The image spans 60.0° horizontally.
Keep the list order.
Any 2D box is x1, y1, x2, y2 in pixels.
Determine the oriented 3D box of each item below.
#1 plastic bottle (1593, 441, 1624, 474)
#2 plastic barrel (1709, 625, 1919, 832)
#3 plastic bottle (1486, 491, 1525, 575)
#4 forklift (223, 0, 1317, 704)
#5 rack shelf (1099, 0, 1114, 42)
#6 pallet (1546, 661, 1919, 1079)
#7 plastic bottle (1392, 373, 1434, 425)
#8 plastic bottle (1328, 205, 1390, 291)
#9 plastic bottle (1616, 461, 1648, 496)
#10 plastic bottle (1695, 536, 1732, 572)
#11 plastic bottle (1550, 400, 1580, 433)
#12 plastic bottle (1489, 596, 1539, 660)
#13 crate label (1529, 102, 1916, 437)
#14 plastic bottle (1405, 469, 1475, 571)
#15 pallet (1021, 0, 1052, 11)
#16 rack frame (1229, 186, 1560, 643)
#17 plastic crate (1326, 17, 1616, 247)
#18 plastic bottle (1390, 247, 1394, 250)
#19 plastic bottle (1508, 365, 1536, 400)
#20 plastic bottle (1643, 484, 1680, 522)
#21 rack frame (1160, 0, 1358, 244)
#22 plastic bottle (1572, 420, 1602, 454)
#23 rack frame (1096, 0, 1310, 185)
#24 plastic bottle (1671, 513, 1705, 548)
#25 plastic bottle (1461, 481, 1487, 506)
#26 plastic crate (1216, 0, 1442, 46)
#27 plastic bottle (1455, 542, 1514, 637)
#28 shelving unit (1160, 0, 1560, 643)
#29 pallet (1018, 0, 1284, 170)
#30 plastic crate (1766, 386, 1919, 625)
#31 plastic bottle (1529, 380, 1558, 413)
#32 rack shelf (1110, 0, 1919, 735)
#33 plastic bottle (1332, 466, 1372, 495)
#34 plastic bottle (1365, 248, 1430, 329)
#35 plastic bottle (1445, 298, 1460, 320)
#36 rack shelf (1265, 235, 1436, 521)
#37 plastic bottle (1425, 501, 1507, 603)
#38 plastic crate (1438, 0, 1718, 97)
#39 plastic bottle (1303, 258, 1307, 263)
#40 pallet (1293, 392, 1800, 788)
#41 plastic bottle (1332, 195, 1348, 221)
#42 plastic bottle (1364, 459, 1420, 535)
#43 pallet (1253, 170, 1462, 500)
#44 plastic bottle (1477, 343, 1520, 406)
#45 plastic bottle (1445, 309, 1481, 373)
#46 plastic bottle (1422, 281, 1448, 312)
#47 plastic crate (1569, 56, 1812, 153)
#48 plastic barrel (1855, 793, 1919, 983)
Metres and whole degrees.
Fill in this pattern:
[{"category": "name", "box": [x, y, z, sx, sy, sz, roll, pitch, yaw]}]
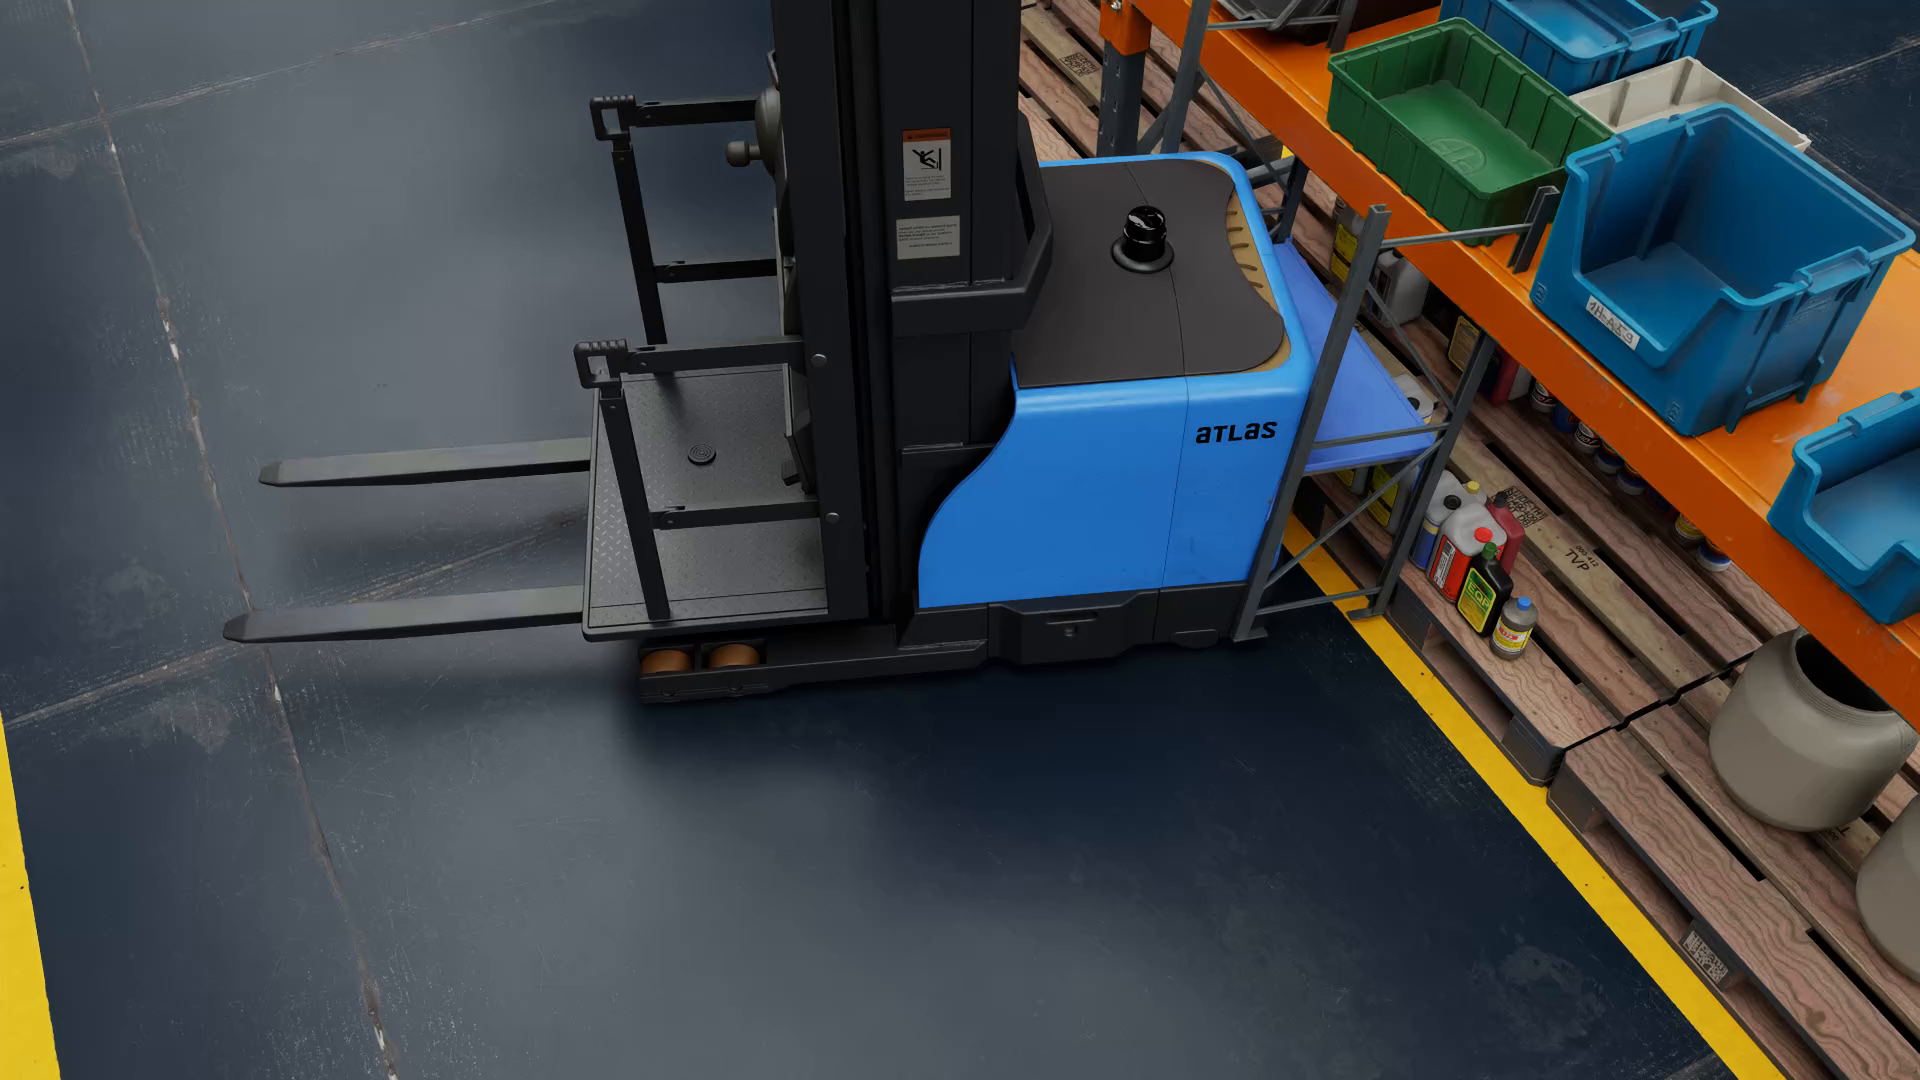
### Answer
[{"category": "plastic bottle", "box": [2.018, -0.328, 5.065, 0.097, 0.271, 0.097, 0, 49, 0]}, {"category": "plastic barrel", "box": [2.175, 0.467, 4.223, 0.421, 0.512, 0.421, 0, 49, 0]}, {"category": "plastic bottle", "box": [1.547, -0.009, 4.777, 0.061, 0.283, 0.133, -21, 52, -18]}, {"category": "forklift", "box": [-0.621, -0.914, 4.102, 3.031, 2.935, 1.130, -5, 49, -4]}, {"category": "rack shelf", "box": [0.028, -3.243, 6.572, 1.077, 0.370, 4.000, -21, 52, -18]}, {"category": "pallet", "box": [2.330, 0.873, 4.346, 1.003, 0.211, 1.213, -21, 52, -18]}, {"category": "plastic bottle", "box": [1.345, -0.364, 5.093, 0.152, 0.276, 0.135, -21, 52, -18]}, {"category": "plastic bottle", "box": [1.366, -1.033, 5.628, 0.144, 0.351, 0.185, -21, 52, -18]}, {"category": "plastic bottle", "box": [2.064, -0.261, 5.006, 0.097, 0.271, 0.097, 0, 49, 0]}, {"category": "plastic bottle", "box": [2.221, -0.032, 4.806, 0.097, 0.271, 0.097, 0, 49, 0]}, {"category": "plastic bottle", "box": [1.926, -0.464, 5.183, 0.097, 0.271, 0.097, 0, 49, 0]}, {"category": "plastic bottle", "box": [1.543, 0.234, 4.620, 0.097, 0.201, 0.097, 0, 49, 0]}, {"category": "crate label", "box": [1.691, -0.615, 3.772, 0.502, 0.435, 0.616, -21, 52, -18]}, {"category": "plastic bottle", "box": [1.389, -0.062, 4.829, 0.152, 0.276, 0.135, -23, 53, -19]}, {"category": "pallet", "box": [-0.013, -2.554, 7.343, 1.003, 0.211, 1.213, -21, 52, -18]}, {"category": "rack frame", "box": [1.107, -0.272, 4.412, 0.500, 1.500, 0.032, -9, 48, -16]}, {"category": "plastic crate", "box": [1.313, -1.066, 4.331, 0.450, 0.188, 0.662, -21, 52, -18]}, {"category": "plastic bottle", "box": [1.494, -1.083, 5.672, 0.144, 0.351, 0.185, -22, 53, -18]}, {"category": "plastic bottle", "box": [1.801, -0.603, 5.302, 0.152, 0.276, 0.135, -20, 52, -17]}, {"category": "plastic bottle", "box": [2.134, -0.194, 4.939, 0.061, 0.283, 0.133, -20, 52, -17]}, {"category": "rack frame", "box": [0.797, -0.984, 5.069, 0.500, 1.500, 0.032, -9, 48, -16]}, {"category": "plastic bottle", "box": [1.973, -0.372, 5.149, 0.097, 0.201, 0.097, 0, 49, 0]}, {"category": "rack frame", "box": [0.943, -2.142, 5.130, 1.000, 3.000, 0.127, -21, 52, -18]}, {"category": "plastic bottle", "box": [2.174, -0.078, 4.892, 0.097, 0.201, 0.097, 0, 49, 0]}, {"category": "plastic bottle", "box": [1.491, -0.093, 4.905, 0.097, 0.201, 0.097, 0, 49, 0]}, {"category": "plastic crate", "box": [1.070, -1.727, 4.809, 0.767, 0.338, 0.504, -21, 52, -18]}, {"category": "plastic bottle", "box": [1.474, 0.135, 4.652, 0.061, 0.283, 0.133, -20, 52, -17]}, {"category": "shelving unit", "box": [0.952, -0.628, 4.741, 0.538, 1.500, 1.048, -9, 48, -16]}, {"category": "pallet", "box": [0.549, -1.736, 6.628, 1.003, 0.211, 1.213, -21, 52, -18]}, {"category": "plastic crate", "box": [1.986, -0.084, 3.430, 0.499, 0.251, 0.408, -21, 52, -18]}, {"category": "plastic bottle", "box": [1.879, -0.509, 5.269, 0.097, 0.201, 0.097, 0, 49, 0]}, {"category": "rack shelf", "box": [1.858, -0.566, 4.230, 1.077, 0.370, 4.000, -21, 52, -18]}, {"category": "plastic bottle", "box": [1.224, -0.321, 5.005, 0.144, 0.351, 0.185, -22, 52, -18]}, {"category": "plastic bottle", "box": [1.462, -0.862, 5.528, 0.152, 0.276, 0.135, -21, 52, -18]}, {"category": "plastic bottle", "box": [1.693, -0.837, 5.502, 0.061, 0.283, 0.133, -18, 51, -15]}, {"category": "rack shelf", "box": [0.934, -0.502, 4.868, 0.538, 0.185, 1.000, -9, 48, -16]}, {"category": "plastic bottle", "box": [1.452, 0.031, 4.747, 0.152, 0.276, 0.135, -21, 52, -17]}, {"category": "plastic crate", "box": [1.691, -1.446, 4.620, 0.499, 0.251, 0.616, -21, 52, -18]}, {"category": "plastic bottle", "box": [1.072, -0.781, 5.408, 0.144, 0.351, 0.185, -21, 52, -18]}, {"category": "pallet", "box": [1.776, 0.058, 5.059, 1.003, 0.211, 1.213, -21, 52, -18]}, {"category": "plastic bottle", "box": [1.386, -1.230, 5.900, 0.097, 0.201, 0.097, 0, 49, 0]}, {"category": "plastic bottle", "box": [1.309, -0.196, 4.896, 0.144, 0.351, 0.185, -19, 52, -16]}, {"category": "pallet", "box": [1.213, -0.760, 5.774, 1.003, 0.211, 1.213, -21, 52, -18]}, {"category": "plastic bottle", "box": [1.706, -0.569, 5.267, 0.061, 0.283, 0.133, -21, 52, -18]}, {"category": "plastic bottle", "box": [1.650, -0.663, 5.350, 0.061, 0.283, 0.133, -21, 52, -18]}, {"category": "plastic bottle", "box": [1.582, -0.954, 5.559, 0.144, 0.351, 0.185, -24, 53, -19]}, {"category": "plastic crate", "box": [1.911, -1.055, 4.356, 0.530, 0.136, 0.437, -21, 52, -18]}, {"category": "plastic barrel", "box": [2.404, 0.802, 3.930, 0.421, 0.512, 0.421, 0, 49, 0]}]
